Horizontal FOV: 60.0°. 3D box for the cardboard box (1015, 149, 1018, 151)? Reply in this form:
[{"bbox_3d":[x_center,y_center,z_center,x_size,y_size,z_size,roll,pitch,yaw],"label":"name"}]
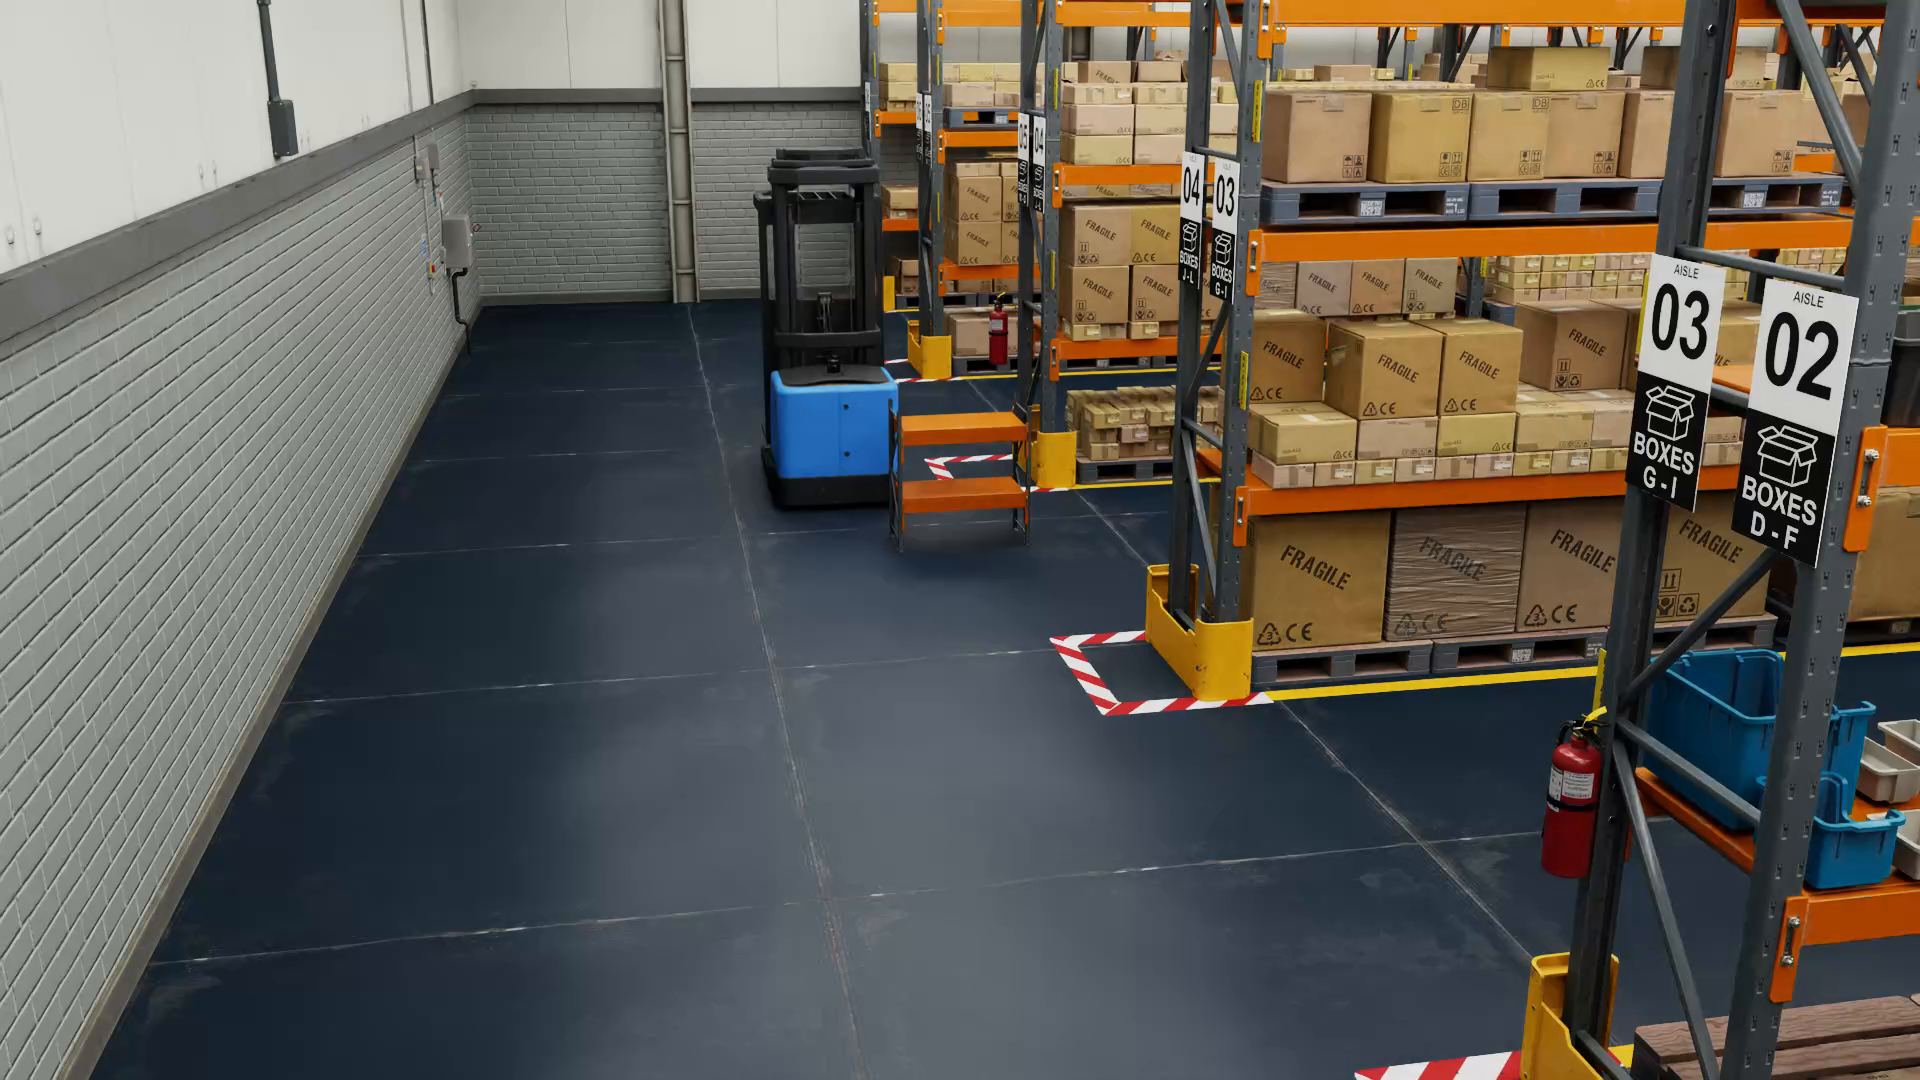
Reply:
[{"bbox_3d":[1.122,-5.559,24.774,0.500,0.500,0.500,-4,17,-12],"label":"cardboard box"}]

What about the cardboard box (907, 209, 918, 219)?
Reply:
[{"bbox_3d":[-0.677,-4.760,24.130,0.250,0.149,0.380,-3,17,-9],"label":"cardboard box"}]

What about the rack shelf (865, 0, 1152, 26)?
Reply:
[{"bbox_3d":[0.671,-7.547,23.789,4.000,0.370,1.077,-3,17,-10],"label":"rack shelf"}]

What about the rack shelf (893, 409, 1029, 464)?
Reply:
[{"bbox_3d":[-0.007,-0.817,13.059,1.000,0.278,0.538,-3,17,-10],"label":"rack shelf"}]

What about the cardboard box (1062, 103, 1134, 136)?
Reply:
[{"bbox_3d":[1.181,-3.613,14.261,0.500,0.250,0.500,-3,17,-10],"label":"cardboard box"}]

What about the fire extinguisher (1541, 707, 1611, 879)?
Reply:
[{"bbox_3d":[2.238,0.894,6.058,0.183,0.674,0.296,-3,17,-10],"label":"fire extinguisher"}]

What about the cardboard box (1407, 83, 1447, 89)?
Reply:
[{"bbox_3d":[4.105,-3.962,14.720,0.250,0.149,0.380,-3,17,-9],"label":"cardboard box"}]

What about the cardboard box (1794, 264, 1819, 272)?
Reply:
[{"bbox_3d":[7.885,-2.556,15.731,0.250,0.149,0.380,-3,17,-8],"label":"cardboard box"}]

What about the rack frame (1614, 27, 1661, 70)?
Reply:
[{"bbox_3d":[10.490,-8.450,25.496,0.127,3.000,1.000,-3,17,-10],"label":"rack frame"}]

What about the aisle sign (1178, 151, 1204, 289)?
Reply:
[{"bbox_3d":[1.405,-1.951,10.129,0.004,0.787,0.394,-3,17,-10],"label":"aisle sign"}]

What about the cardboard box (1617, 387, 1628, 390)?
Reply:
[{"bbox_3d":[4.460,-0.943,11.021,0.500,0.250,0.500,-3,17,-11],"label":"cardboard box"}]

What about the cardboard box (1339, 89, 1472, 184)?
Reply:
[{"bbox_3d":[2.609,-2.397,9.844,0.500,0.500,0.700,-4,17,-12],"label":"cardboard box"}]

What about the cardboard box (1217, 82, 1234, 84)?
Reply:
[{"bbox_3d":[2.477,-4.036,14.959,0.250,0.149,0.380,-4,17,-12],"label":"cardboard box"}]

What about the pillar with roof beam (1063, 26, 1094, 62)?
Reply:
[{"bbox_3d":[2.597,-6.984,20.725,0.400,9.000,9.100,-3,17,-10],"label":"pillar with roof beam"}]

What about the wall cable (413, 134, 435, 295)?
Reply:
[{"bbox_3d":[-5.879,-3.663,18.345,0.123,1.953,0.585,-3,17,-10],"label":"wall cable"}]

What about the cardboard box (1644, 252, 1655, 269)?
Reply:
[{"bbox_3d":[6.362,-2.611,15.404,0.250,0.149,0.380,-3,17,-8],"label":"cardboard box"}]

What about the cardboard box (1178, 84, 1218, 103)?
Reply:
[{"bbox_3d":[2.058,-3.867,14.409,0.250,0.149,0.380,-3,17,-9],"label":"cardboard box"}]

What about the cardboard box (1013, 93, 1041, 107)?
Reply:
[{"bbox_3d":[0.765,-5.040,19.045,0.250,0.149,0.380,-3,17,-8],"label":"cardboard box"}]

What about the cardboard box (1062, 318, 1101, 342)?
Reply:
[{"bbox_3d":[1.071,-1.865,14.703,0.250,0.149,0.380,-3,17,-11],"label":"cardboard box"}]

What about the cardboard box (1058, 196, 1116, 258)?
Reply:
[{"bbox_3d":[1.093,-2.827,15.027,0.500,0.500,0.500,-4,17,-12],"label":"cardboard box"}]

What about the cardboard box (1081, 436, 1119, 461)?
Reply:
[{"bbox_3d":[1.266,-0.837,15.067,0.250,0.149,0.380,-3,17,-9],"label":"cardboard box"}]

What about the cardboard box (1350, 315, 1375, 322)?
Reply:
[{"bbox_3d":[3.610,-2.043,15.282,0.250,0.149,0.380,-4,17,-12],"label":"cardboard box"}]

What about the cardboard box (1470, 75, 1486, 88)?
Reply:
[{"bbox_3d":[5.011,-3.956,15.089,0.500,0.500,0.700,-3,17,-10],"label":"cardboard box"}]

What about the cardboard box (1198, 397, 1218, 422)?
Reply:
[{"bbox_3d":[2.291,-1.193,15.213,0.250,0.149,0.380,-3,17,-8],"label":"cardboard box"}]

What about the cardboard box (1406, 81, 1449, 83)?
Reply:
[{"bbox_3d":[4.287,-4.130,15.265,0.250,0.149,0.380,-4,17,-11],"label":"cardboard box"}]

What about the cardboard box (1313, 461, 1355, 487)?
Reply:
[{"bbox_3d":[2.196,-0.445,10.081,0.250,0.149,0.380,-4,17,-11],"label":"cardboard box"}]

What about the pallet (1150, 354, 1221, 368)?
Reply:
[{"bbox_3d":[2.819,-2.353,20.613,1.213,0.211,1.003,-3,17,-10],"label":"pallet"}]

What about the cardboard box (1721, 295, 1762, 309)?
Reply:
[{"bbox_3d":[4.941,-1.325,10.988,0.500,0.500,0.500,-3,17,-10],"label":"cardboard box"}]

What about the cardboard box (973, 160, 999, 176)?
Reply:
[{"bbox_3d":[0.298,-4.294,19.205,0.250,0.149,0.380,-3,17,-9],"label":"cardboard box"}]

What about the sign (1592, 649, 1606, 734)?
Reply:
[{"bbox_3d":[2.352,0.566,6.082,0.005,0.325,0.100,-3,17,-10],"label":"sign"}]

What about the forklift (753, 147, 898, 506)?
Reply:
[{"bbox_3d":[-1.269,-2.078,15.085,1.130,2.935,3.031,-3,17,-10],"label":"forklift"}]

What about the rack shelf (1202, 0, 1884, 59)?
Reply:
[{"bbox_3d":[3.496,-3.070,9.888,4.000,0.370,1.077,-3,17,-10],"label":"rack shelf"}]

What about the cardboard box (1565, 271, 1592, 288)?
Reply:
[{"bbox_3d":[5.600,-2.426,15.308,0.250,0.149,0.380,-3,17,-9],"label":"cardboard box"}]

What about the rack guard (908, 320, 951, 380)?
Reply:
[{"bbox_3d":[-0.371,-2.287,19.906,0.348,0.500,1.175,-3,17,-10],"label":"rack guard"}]

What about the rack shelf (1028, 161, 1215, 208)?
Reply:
[{"bbox_3d":[2.655,-3.263,14.943,4.000,0.370,1.077,-3,17,-10],"label":"rack shelf"}]

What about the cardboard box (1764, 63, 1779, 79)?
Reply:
[{"bbox_3d":[9.892,-5.821,20.735,0.500,0.250,0.500,-3,17,-10],"label":"cardboard box"}]

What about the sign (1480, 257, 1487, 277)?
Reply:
[{"bbox_3d":[4.729,-2.542,15.006,0.005,0.325,0.100,-3,17,-10],"label":"sign"}]

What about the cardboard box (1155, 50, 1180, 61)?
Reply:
[{"bbox_3d":[2.997,-6.955,24.069,0.258,0.266,0.396,-3,17,-11],"label":"cardboard box"}]

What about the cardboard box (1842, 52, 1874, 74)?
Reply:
[{"bbox_3d":[14.029,-7.440,26.262,0.500,0.500,0.500,-3,17,-9],"label":"cardboard box"}]

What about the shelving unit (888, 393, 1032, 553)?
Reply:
[{"bbox_3d":[-0.007,-0.537,13.145,1.048,1.125,0.538,-3,17,-10],"label":"shelving unit"}]

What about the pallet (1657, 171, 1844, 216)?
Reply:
[{"bbox_3d":[4.655,-2.198,10.401,1.213,0.211,1.003,-3,17,-10],"label":"pallet"}]

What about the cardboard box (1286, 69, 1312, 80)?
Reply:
[{"bbox_3d":[5.007,-6.878,24.556,0.250,0.149,0.380,-3,17,-10],"label":"cardboard box"}]

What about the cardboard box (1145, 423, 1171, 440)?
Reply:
[{"bbox_3d":[1.757,-1.035,15.207,0.250,0.149,0.380,-3,17,-10],"label":"cardboard box"}]

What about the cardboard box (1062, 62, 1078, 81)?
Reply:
[{"bbox_3d":[1.688,-6.752,23.973,0.500,0.250,0.500,-4,17,-11],"label":"cardboard box"}]

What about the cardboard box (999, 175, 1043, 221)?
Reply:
[{"bbox_3d":[0.684,-3.984,19.301,0.500,0.500,0.500,-4,17,-12],"label":"cardboard box"}]

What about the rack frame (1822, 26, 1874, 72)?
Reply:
[{"bbox_3d":[8.546,-5.375,15.485,0.127,3.000,1.000,-3,17,-10],"label":"rack frame"}]

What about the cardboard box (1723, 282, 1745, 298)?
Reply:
[{"bbox_3d":[7.143,-2.372,15.638,0.250,0.149,0.380,-4,18,-13],"label":"cardboard box"}]

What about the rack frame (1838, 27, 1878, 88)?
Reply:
[{"bbox_3d":[11.435,-7.019,20.838,0.127,3.000,1.000,-3,17,-10],"label":"rack frame"}]

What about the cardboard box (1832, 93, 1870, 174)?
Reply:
[{"bbox_3d":[6.028,-2.567,10.565,0.500,0.500,0.700,-3,17,-9],"label":"cardboard box"}]

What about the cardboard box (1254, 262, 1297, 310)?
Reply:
[{"bbox_3d":[2.688,-2.288,14.975,0.500,0.500,0.500,-4,17,-12],"label":"cardboard box"}]

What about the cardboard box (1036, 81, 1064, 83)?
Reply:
[{"bbox_3d":[1.195,-6.485,23.956,0.500,0.250,0.500,-3,17,-9],"label":"cardboard box"}]

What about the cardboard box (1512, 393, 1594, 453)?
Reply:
[{"bbox_3d":[3.570,-0.734,10.341,0.500,0.250,0.500,-4,17,-12],"label":"cardboard box"}]
